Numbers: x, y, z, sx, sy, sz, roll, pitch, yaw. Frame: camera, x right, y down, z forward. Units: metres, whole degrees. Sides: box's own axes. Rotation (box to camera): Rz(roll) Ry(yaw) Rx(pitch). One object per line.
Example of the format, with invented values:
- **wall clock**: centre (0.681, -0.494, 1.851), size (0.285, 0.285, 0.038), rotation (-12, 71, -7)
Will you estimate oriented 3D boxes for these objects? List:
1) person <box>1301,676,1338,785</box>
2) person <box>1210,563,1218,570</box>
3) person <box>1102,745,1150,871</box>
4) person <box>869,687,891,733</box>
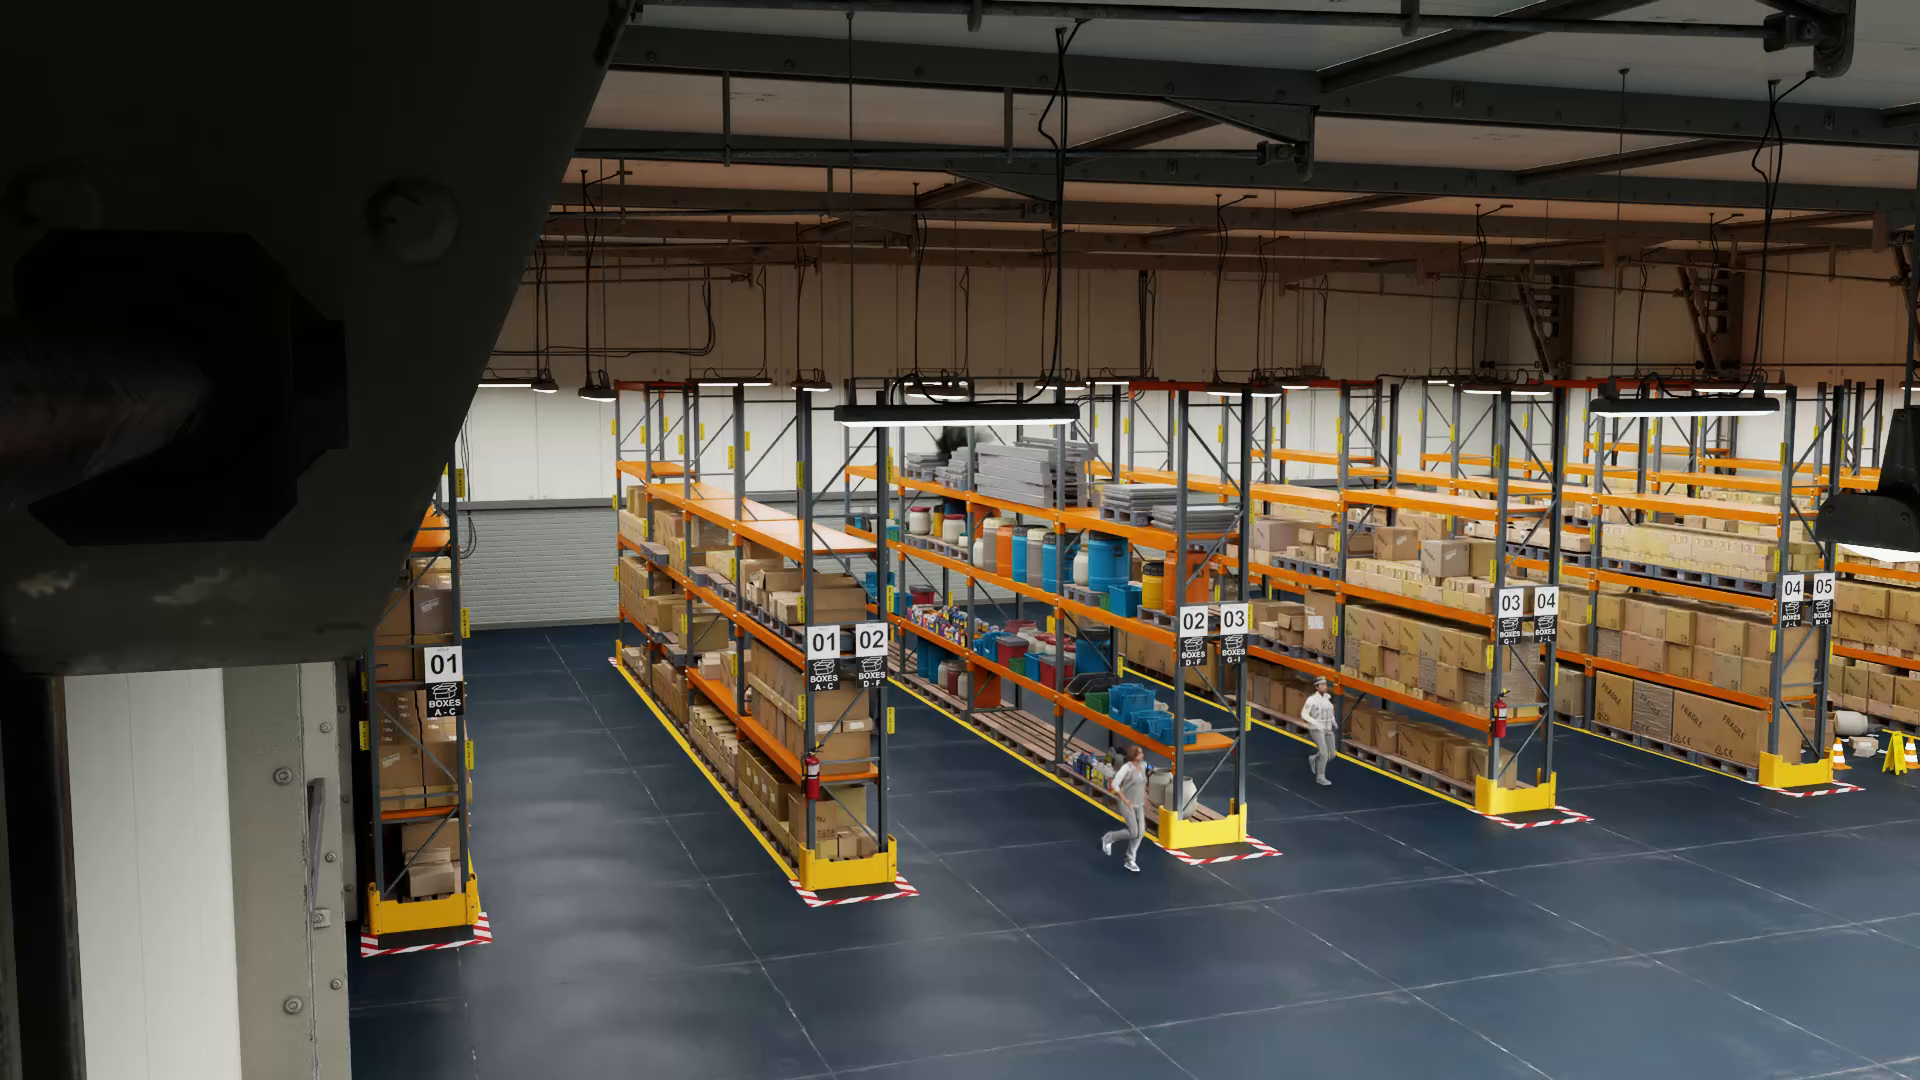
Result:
- **person**: centre (5.431, 2.854, 25.144), size (0.614, 1.647, 0.580), rotation (-3, 7, -29)
- **person**: centre (5.876, 1.380, 38.864), size (0.720, 1.680, 0.927), rotation (0, 6, -4)
- **person**: centre (2.170, 3.351, 21.026), size (0.585, 1.526, 0.622), rotation (-6, 8, -44)
- **person**: centre (-1.404, 2.537, 28.243), size (0.558, 1.685, 0.667), rotation (-3, 7, -29)
